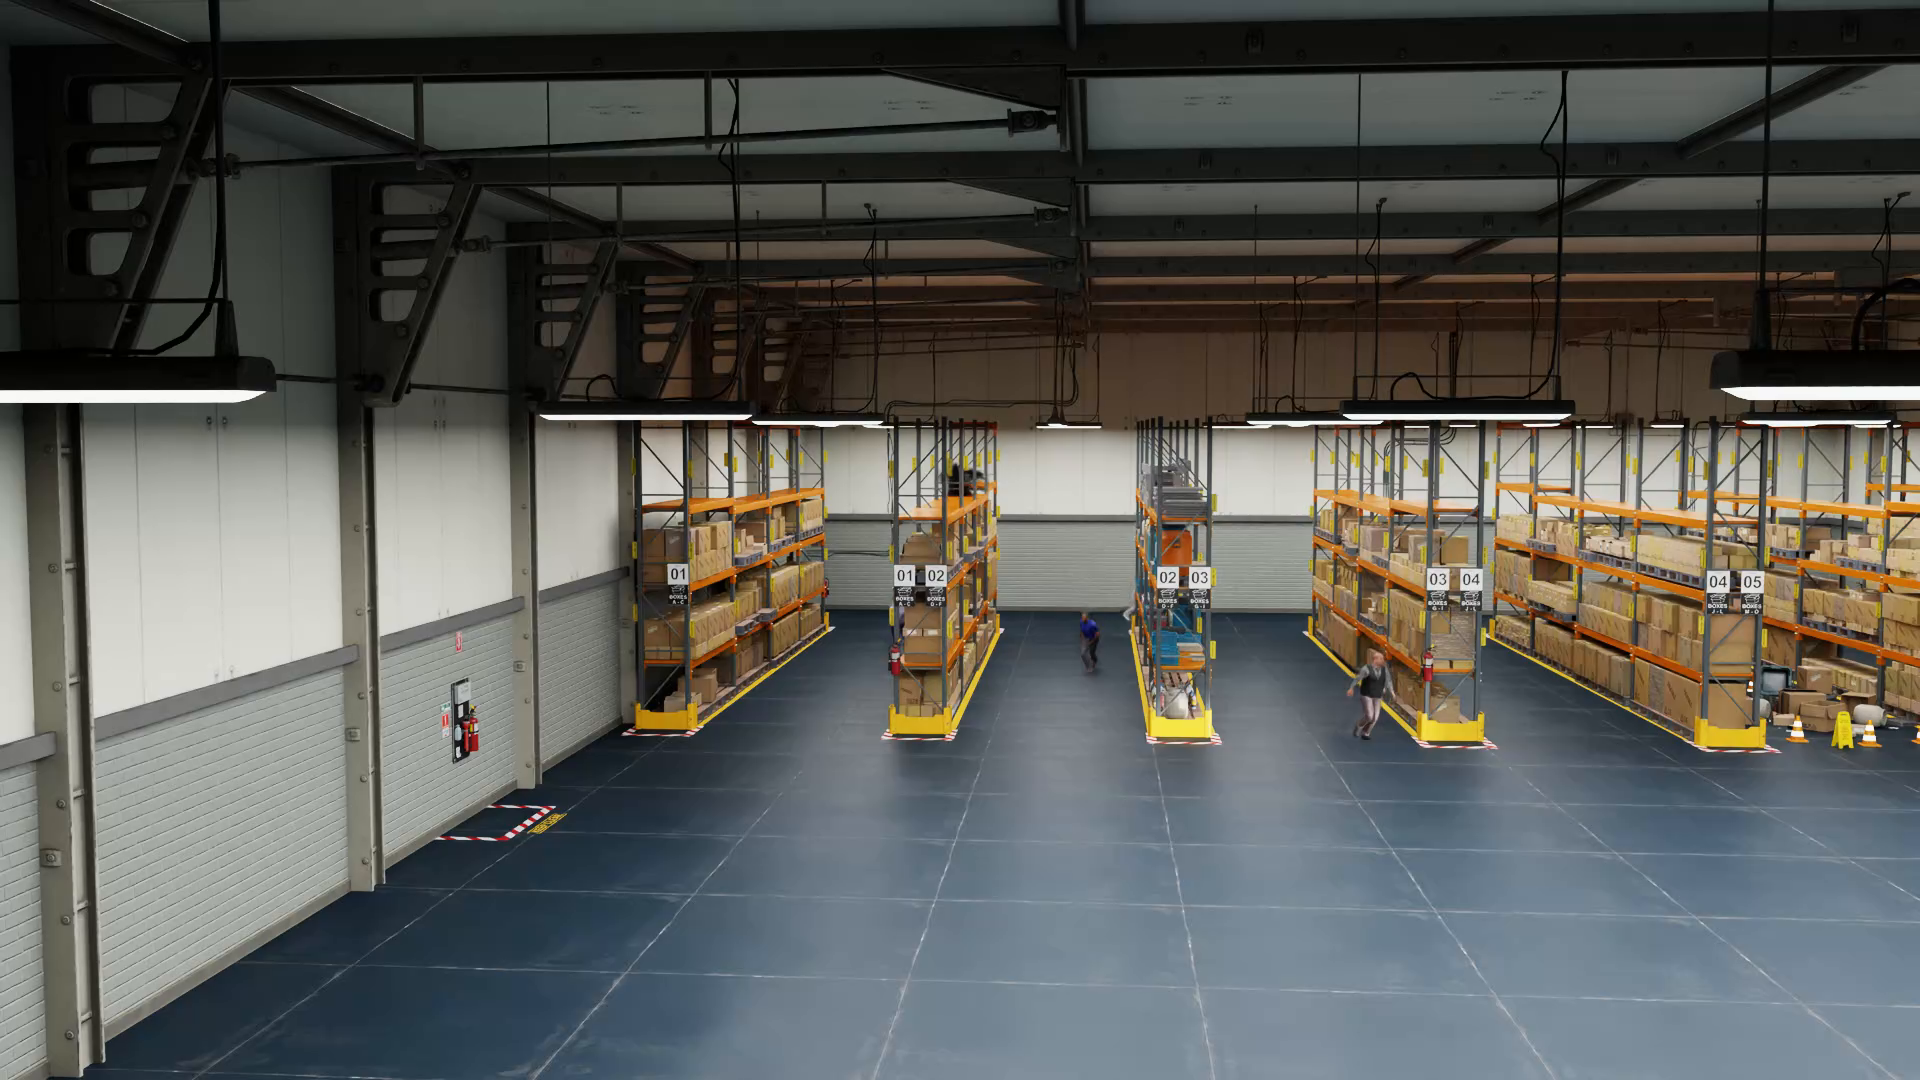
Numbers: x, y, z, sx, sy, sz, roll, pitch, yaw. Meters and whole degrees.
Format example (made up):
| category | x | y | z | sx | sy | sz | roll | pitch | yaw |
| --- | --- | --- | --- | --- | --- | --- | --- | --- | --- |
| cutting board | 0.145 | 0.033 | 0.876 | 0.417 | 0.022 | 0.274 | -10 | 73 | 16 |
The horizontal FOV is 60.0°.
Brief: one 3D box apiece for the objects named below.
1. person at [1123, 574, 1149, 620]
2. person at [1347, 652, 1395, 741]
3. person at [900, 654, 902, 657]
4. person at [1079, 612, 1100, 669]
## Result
| category | x | y | z | sx | sy | sz | roll | pitch | yaw |
| --- | --- | --- | --- | --- | --- | --- | --- | --- | --- |
| person | 5.353 | 1.706 | 49.613 | 1.004 | 1.627 | 0.605 | 1 | 4 | 17 |
| person | 7.588 | 2.881 | 30.584 | 0.640 | 1.659 | 0.773 | -1 | 4 | -17 |
| person | -1.412 | 2.864 | 41.422 | 0.282 | 0.239 | 0.958 | -1 | 4 | -13 |
| person | 3.119 | 2.370 | 39.574 | 0.561 | 1.395 | 0.967 | 2 | 4 | 26 |
